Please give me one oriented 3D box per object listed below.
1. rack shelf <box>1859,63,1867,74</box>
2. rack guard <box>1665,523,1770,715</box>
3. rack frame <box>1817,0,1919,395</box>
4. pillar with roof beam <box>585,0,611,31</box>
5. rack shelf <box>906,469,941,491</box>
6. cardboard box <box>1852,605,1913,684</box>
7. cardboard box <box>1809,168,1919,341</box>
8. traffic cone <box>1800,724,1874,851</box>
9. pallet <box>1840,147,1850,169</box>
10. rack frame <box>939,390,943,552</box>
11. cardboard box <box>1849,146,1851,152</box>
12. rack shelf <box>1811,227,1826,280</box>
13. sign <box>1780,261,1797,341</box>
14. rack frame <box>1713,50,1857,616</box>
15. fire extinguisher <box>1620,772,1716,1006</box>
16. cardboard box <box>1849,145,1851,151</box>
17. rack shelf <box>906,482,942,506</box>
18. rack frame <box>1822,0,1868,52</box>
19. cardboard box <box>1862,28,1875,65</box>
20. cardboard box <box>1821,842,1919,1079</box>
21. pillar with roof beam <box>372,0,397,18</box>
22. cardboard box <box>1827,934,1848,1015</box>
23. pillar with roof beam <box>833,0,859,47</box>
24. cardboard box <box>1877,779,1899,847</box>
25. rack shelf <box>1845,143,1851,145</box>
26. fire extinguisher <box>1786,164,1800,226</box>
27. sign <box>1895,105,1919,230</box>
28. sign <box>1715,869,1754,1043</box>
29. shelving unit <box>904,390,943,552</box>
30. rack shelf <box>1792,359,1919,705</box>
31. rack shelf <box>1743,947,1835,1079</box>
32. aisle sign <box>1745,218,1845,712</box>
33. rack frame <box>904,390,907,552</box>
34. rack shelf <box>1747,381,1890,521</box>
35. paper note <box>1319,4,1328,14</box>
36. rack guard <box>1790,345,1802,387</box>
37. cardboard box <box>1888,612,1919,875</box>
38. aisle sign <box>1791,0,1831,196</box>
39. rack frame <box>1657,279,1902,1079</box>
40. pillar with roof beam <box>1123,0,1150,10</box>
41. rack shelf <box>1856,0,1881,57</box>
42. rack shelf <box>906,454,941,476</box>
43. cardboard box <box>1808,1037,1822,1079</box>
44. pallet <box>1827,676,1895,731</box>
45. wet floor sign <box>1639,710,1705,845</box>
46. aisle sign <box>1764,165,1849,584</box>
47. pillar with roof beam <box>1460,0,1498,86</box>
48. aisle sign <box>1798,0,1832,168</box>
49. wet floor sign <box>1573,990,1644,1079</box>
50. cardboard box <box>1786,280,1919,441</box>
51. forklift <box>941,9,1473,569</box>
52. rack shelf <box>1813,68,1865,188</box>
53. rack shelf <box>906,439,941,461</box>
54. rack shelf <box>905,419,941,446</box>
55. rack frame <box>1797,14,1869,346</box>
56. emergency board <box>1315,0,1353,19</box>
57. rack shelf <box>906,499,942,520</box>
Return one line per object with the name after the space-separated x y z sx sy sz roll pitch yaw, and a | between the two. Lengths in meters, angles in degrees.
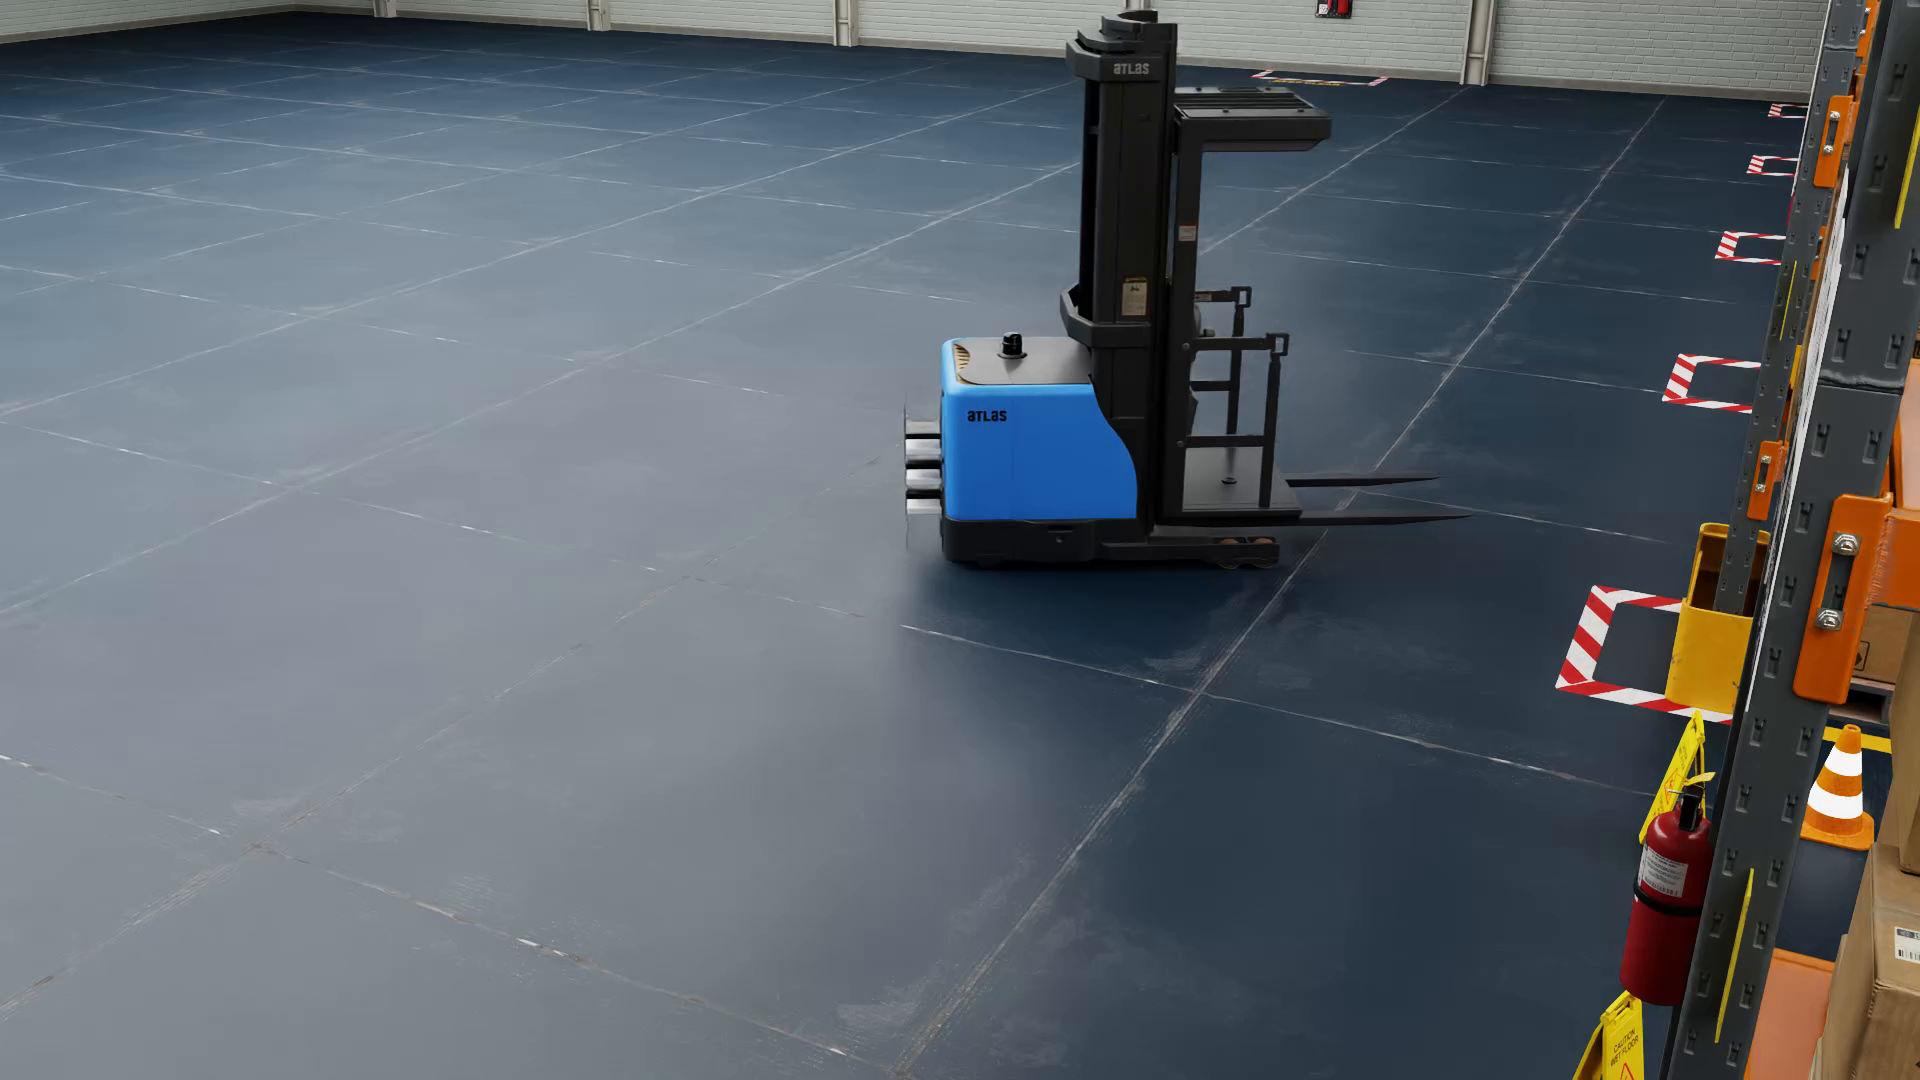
12.384 -5.269 19.227 4.000 0.370 1.077 11 25 25 | rack shelf
3.777 0.366 8.250 0.348 0.500 1.175 11 25 25 | rack guard
1.655 -1.794 2.470 0.127 3.000 1.000 11 25 25 | rack frame
-9.514 -13.358 29.662 0.400 9.000 9.100 11 25 25 | pillar with roof beam
-0.210 -0.362 9.536 0.200 0.077 0.258 -1 23 -2 | rack shelf
4.433 0.101 7.858 0.875 0.875 0.875 11 26 25 | cardboard box
4.112 -1.267 7.325 0.550 0.550 0.875 11 25 25 | cardboard box
3.632 0.977 6.861 0.334 0.463 0.336 11 25 25 | traffic cone
11.301 -4.550 20.179 1.213 0.211 1.003 11 25 25 | pallet
-0.109 -0.394 9.527 0.006 0.900 0.240 -1 23 -2 | rack frame
10.978 -4.709 19.967 0.500 0.250 0.500 11 25 25 | cardboard box
7.911 -1.810 11.093 4.000 0.370 1.077 11 25 25 | rack shelf
3.543 -1.022 7.113 0.005 0.325 0.100 11 25 25 | sign
3.798 -0.780 7.751 0.127 3.000 1.000 11 25 25 | rack frame
1.761 0.821 4.085 0.183 0.674 0.296 11 25 25 | fire extinguisher
11.211 -4.890 20.392 0.500 0.250 0.500 11 25 25 | cardboard box
-0.210 -0.279 9.572 0.200 0.077 0.258 -1 23 -2 | rack shelf
3.798 -3.541 6.577 0.127 3.000 1.000 11 25 25 | rack frame
11.010 -5.913 19.693 0.500 0.500 0.700 11 25 25 | cardboard box
1.953 0.964 3.142 0.500 0.500 0.500 11 25 24 | cardboard box
-14.869 -14.417 32.153 0.400 9.000 9.100 11 25 25 | pillar with roof beam
2.085 1.074 3.714 0.250 0.149 0.380 12 26 26 | cardboard box
-4.160 -12.298 27.170 0.400 9.000 9.100 11 25 25 | pillar with roof beam
2.264 0.783 3.567 0.500 0.500 0.500 11 25 24 | cardboard box
10.146 -3.540 15.161 4.000 0.370 1.077 11 25 25 | rack shelf
6.232 -2.640 12.224 0.183 0.674 0.296 11 25 25 | fire extinguisher
1.410 -0.626 2.440 0.005 0.325 0.100 11 25 25 | sign
1.410 0.758 3.029 0.005 0.325 0.100 11 25 25 | sign
-0.210 -0.393 9.523 0.210 0.900 0.258 -1 23 -2 | shelving unit
3.440 0.271 2.367 4.000 0.370 1.077 11 25 25 | rack shelf
3.440 1.651 2.954 4.000 0.370 1.077 11 25 25 | rack shelf
1.460 -0.132 2.906 0.004 0.787 0.394 11 25 25 | aisle sign
-0.312 -0.391 9.519 0.006 0.900 0.240 -1 23 -2 | rack frame
5.583 -0.096 7.062 4.000 0.370 1.077 11 25 25 | rack shelf
6.177 -9.022 28.257 0.142 0.148 0.016 11 25 25 | paper note
6.194 -1.331 12.240 0.348 0.500 1.175 11 25 25 | rack guard
2.209 0.338 3.338 0.500 0.500 0.700 11 25 23 | cardboard box
3.600 -1.884 7.026 0.004 0.787 0.394 11 25 25 | aisle sign
1.655 0.967 3.644 0.127 3.000 1.000 11 25 25 | rack frame
1.195 -11.239 24.679 0.400 9.000 9.100 11 25 25 | pillar with roof beam
7.911 -3.191 10.506 4.000 0.370 1.077 11 25 25 | rack shelf
-0.210 -0.445 9.501 0.200 0.077 0.258 -1 23 -2 | rack shelf
1.865 1.215 3.382 0.250 0.149 0.380 11 26 25 | cardboard box
4.547 0.617 8.029 1.213 0.211 1.003 11 25 25 | pallet
2.879 0.990 6.598 0.232 0.644 0.267 7 24 15 | wet floor sign
1.731 -0.342 3.399 0.004 0.787 0.394 11 25 25 | aisle sign
6.549 -10.179 22.188 0.400 9.000 9.100 11 25 25 | pillar with roof beam
3.870 -2.094 7.518 0.004 0.787 0.394 11 25 25 | aisle sign
1.968 1.643 5.062 0.267 0.644 0.232 -20 30 -39 | wet floor sign
4.150 -0.799 7.605 0.550 0.550 0.875 11 25 25 | cardboard box
1.410 -1.392 9.279 3.031 2.935 1.130 -1 23 -2 | forklift
5.583 -1.476 6.475 4.000 0.370 1.077 11 25 25 | rack shelf
-0.210 -0.528 9.466 0.200 0.077 0.258 -1 23 -2 | rack shelf
-0.210 -0.610 9.431 0.200 0.077 0.258 -1 23 -2 | rack shelf
6.126 -2.494 11.783 0.127 3.000 1.000 11 25 25 | rack frame
6.304 -9.372 27.955 0.643 1.169 0.194 11 25 25 | emergency board
-0.210 -0.196 9.607 0.200 0.077 0.258 -1 23 -2 | rack shelf
